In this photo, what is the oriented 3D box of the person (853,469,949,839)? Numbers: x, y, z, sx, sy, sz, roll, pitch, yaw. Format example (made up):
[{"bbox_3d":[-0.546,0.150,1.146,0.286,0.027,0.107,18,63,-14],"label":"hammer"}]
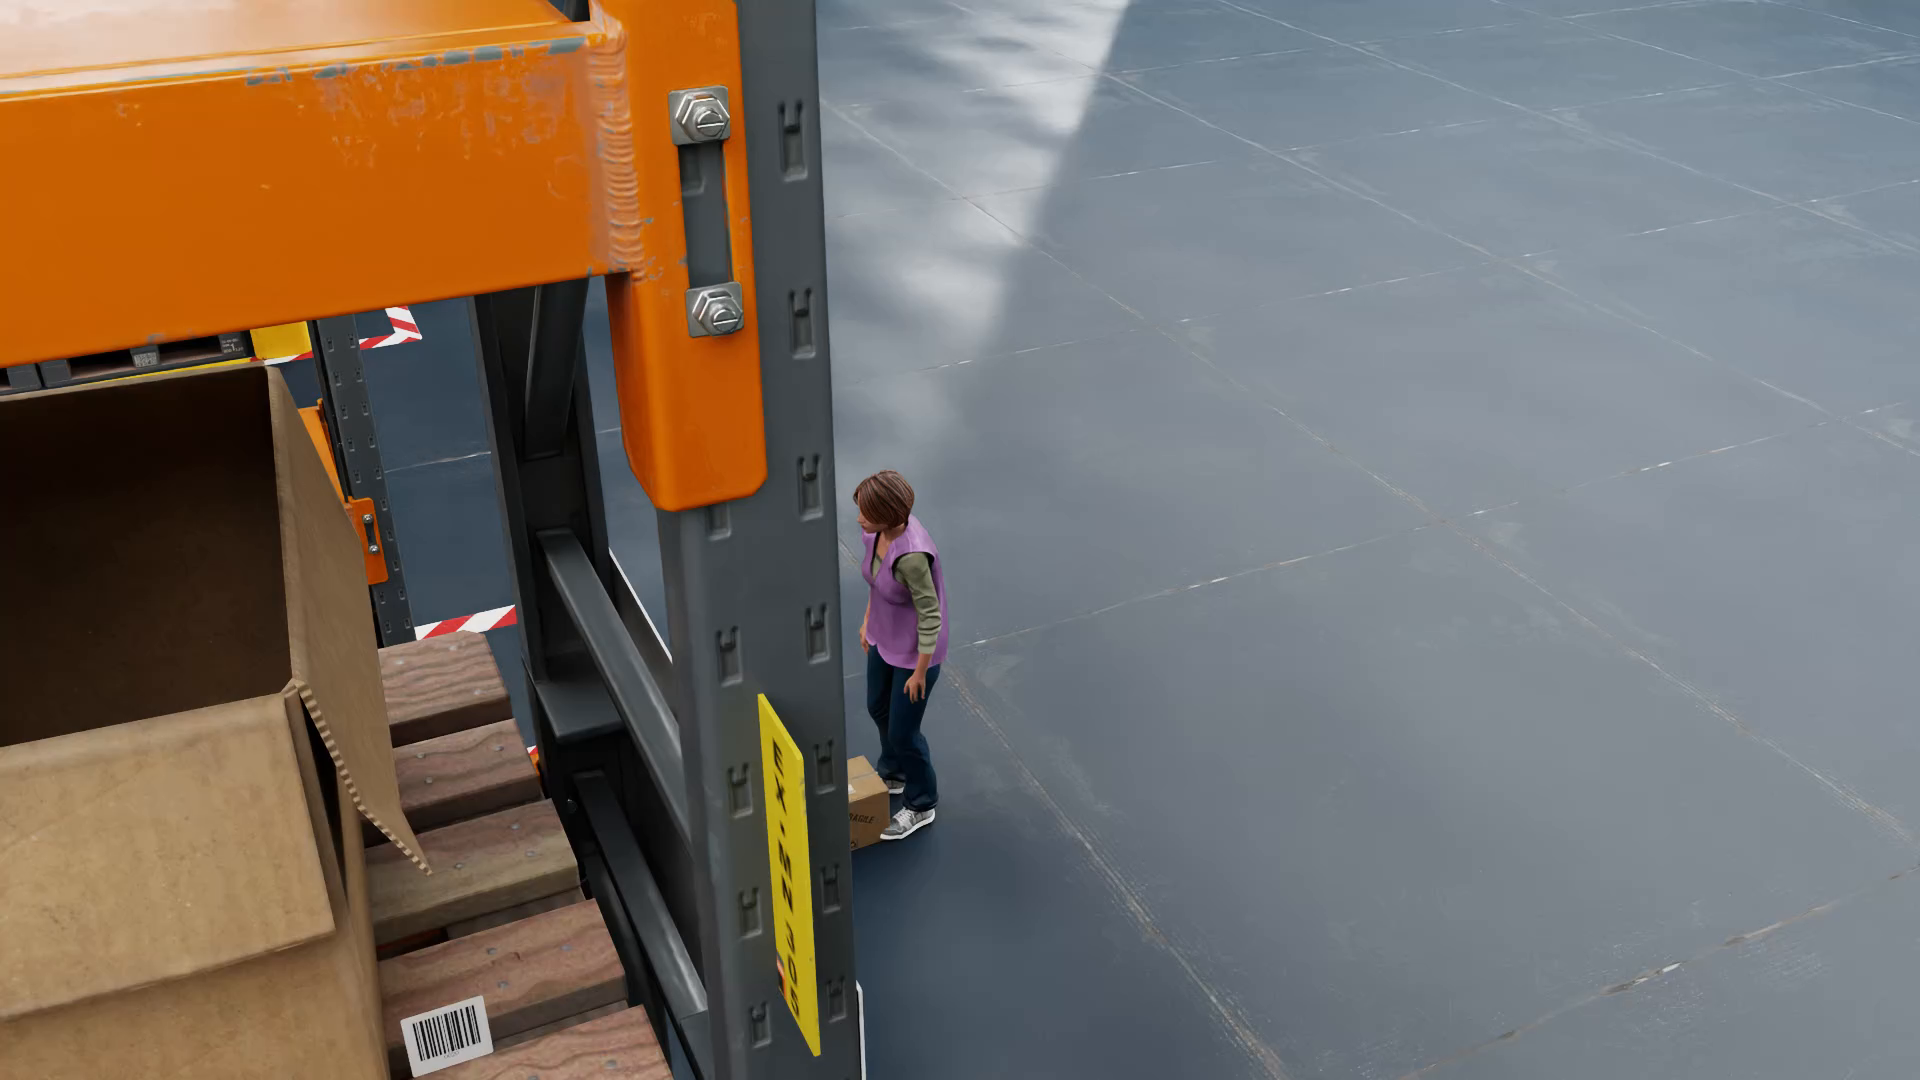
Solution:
[{"bbox_3d":[-0.234,0.430,6.400,0.342,1.582,0.485,-15,33,-24],"label":"person"}]
